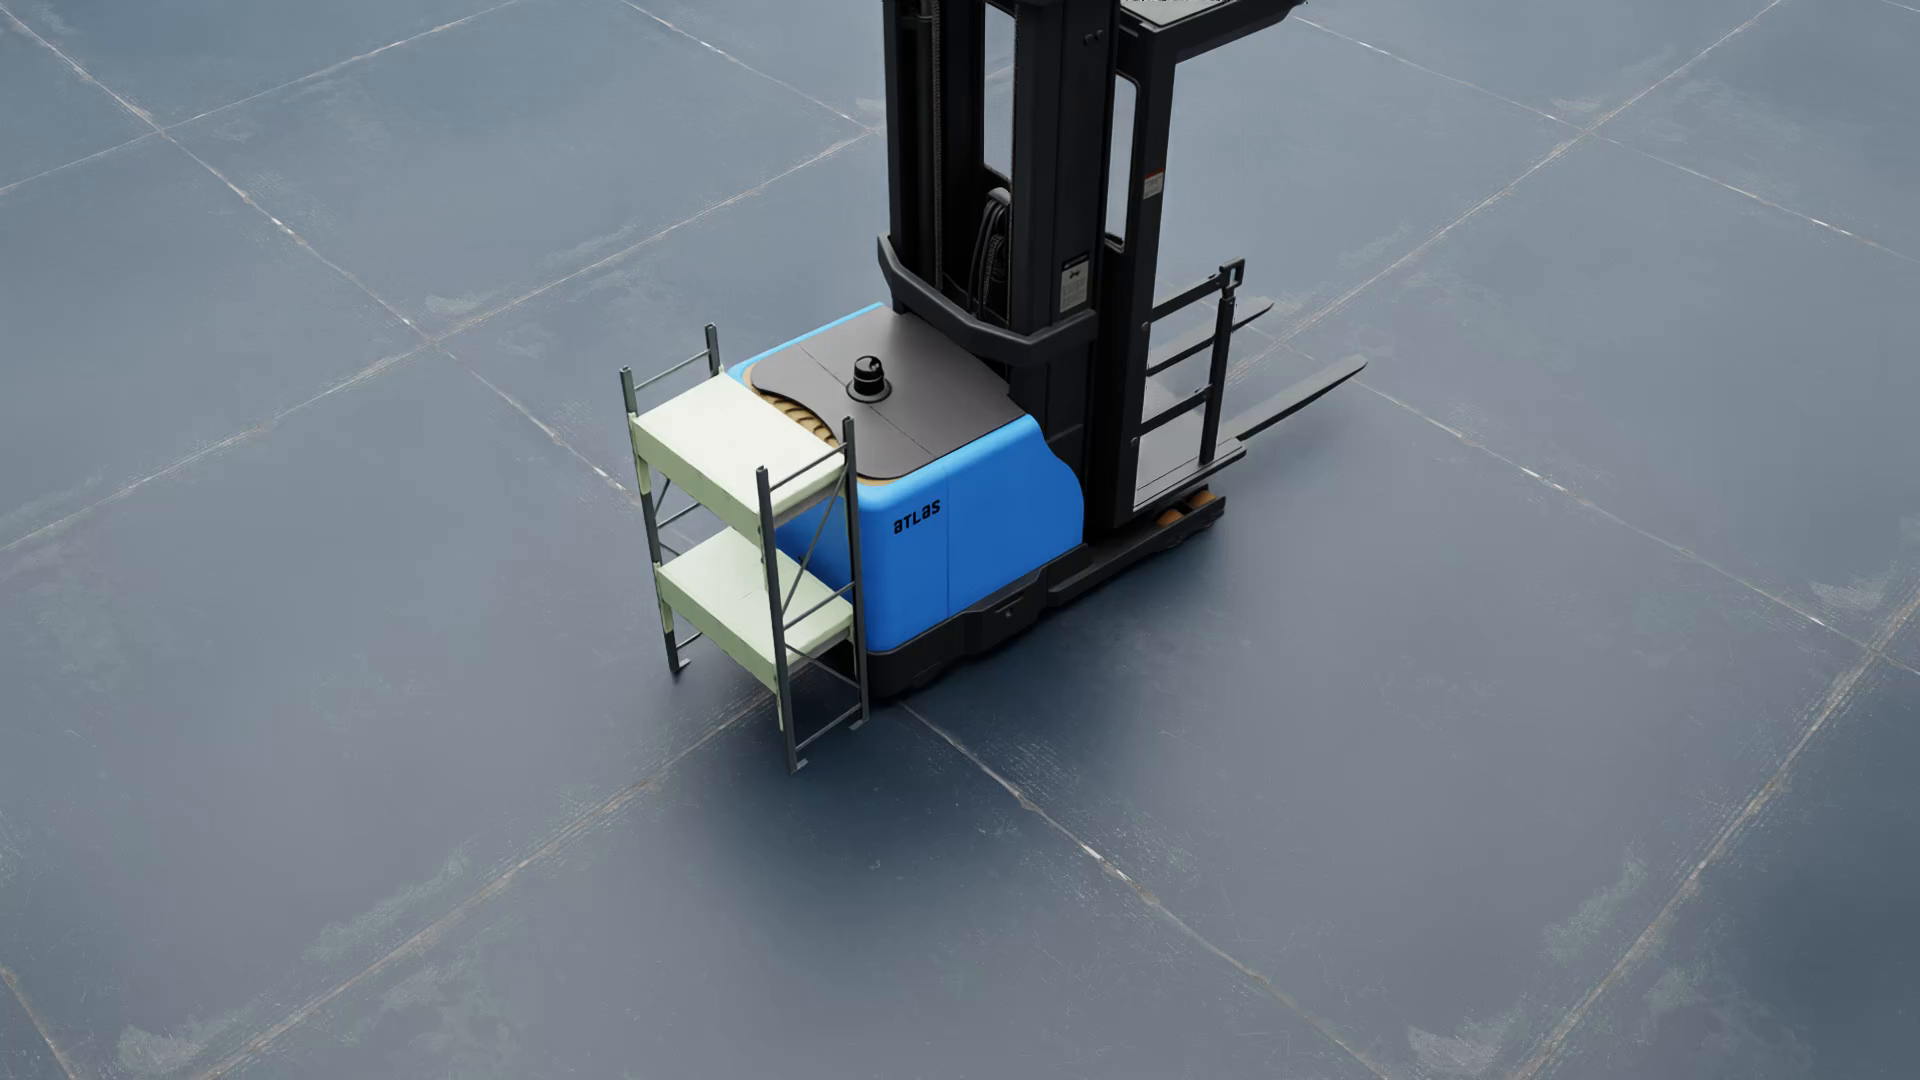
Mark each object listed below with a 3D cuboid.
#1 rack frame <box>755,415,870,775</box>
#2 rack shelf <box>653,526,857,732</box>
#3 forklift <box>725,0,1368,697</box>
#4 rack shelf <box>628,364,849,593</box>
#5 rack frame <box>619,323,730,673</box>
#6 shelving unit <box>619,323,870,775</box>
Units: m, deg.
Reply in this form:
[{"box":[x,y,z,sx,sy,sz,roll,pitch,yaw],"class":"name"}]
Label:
[{"box":[-0.502,0.238,5.886,0.400,1.500,0.023,-33,52,-31],"class":"rack frame"},{"box":[-0.758,0.301,6.299,0.431,0.370,0.720,-33,52,-31],"class":"rack shelf"},{"box":[0.535,-1.299,6.496,3.031,2.935,1.130,-28,50,-27],"class":"forklift"},{"box":[-0.757,-0.227,5.814,0.431,0.370,0.720,-33,52,-31],"class":"rack shelf"},{"box":[-1.013,-0.117,6.270,0.400,1.500,0.023,-33,52,-31],"class":"rack frame"},{"box":[-0.758,0.061,6.078,0.431,1.500,0.755,-33,52,-31],"class":"shelving unit"}]
